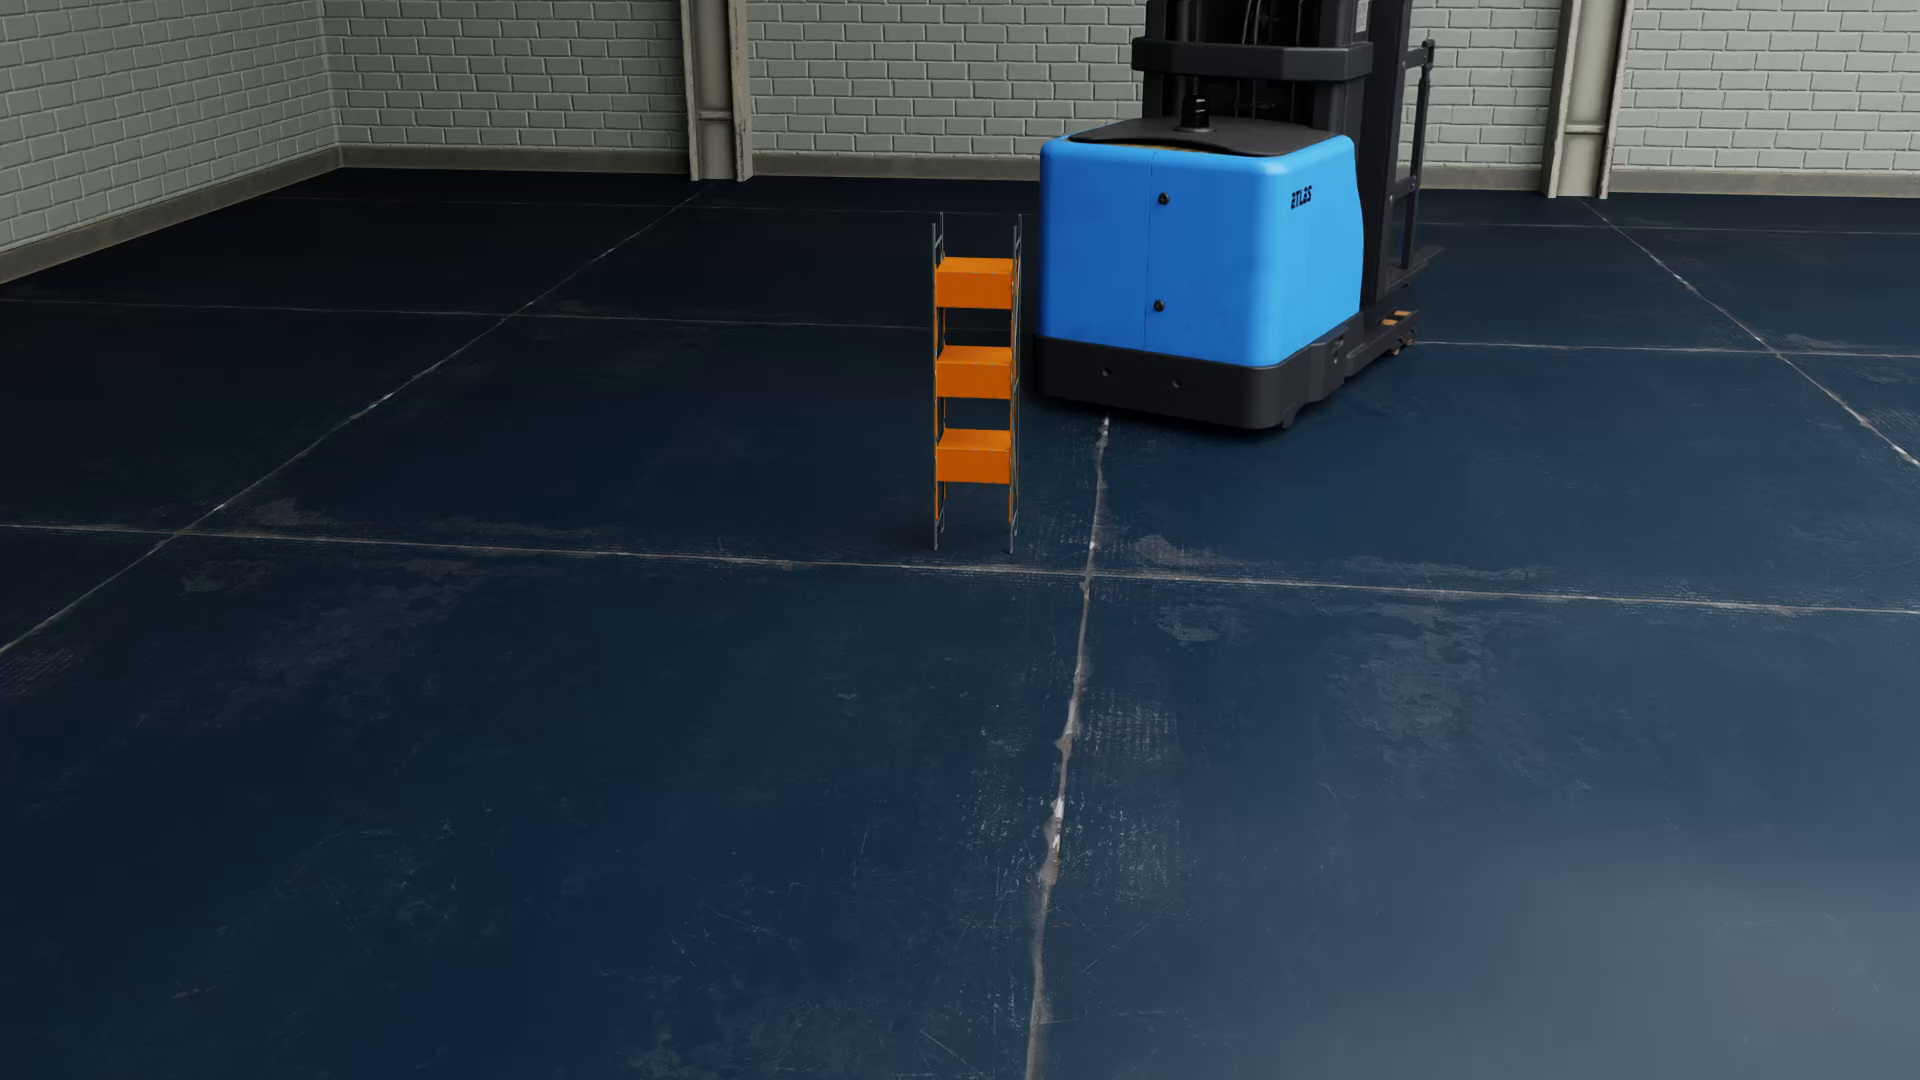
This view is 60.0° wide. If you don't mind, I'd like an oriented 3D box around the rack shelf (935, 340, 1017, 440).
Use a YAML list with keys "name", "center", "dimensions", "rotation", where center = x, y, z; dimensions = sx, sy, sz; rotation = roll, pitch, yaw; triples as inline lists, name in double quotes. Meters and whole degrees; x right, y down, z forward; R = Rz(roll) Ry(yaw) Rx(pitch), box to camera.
- name: "rack shelf"
  center: [0.053, -0.476, 5.245]
  dimensions: [0.240, 0.259, 0.215]
  rotation: [2, 22, 6]

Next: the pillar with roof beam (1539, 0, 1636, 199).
- name: "pillar with roof beam"
  center: [3.718, -4.998, 5.842]
  dimensions: [0.400, 9.000, 9.100]
  rotation: [2, 22, 6]

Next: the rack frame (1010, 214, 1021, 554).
- name: "rack frame"
  center: [0.174, -0.481, 5.228]
  dimensions: [0.008, 1.050, 0.200]
  rotation: [2, 22, 6]

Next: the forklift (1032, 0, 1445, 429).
- name: "forklift"
  center: [1.480, -2.279, 7.217]
  dimensions: [1.130, 2.935, 3.031]
  rotation: [12, 25, 28]

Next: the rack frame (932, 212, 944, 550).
- name: "rack frame"
  center: [-0.068, -0.491, 5.254]
  dimensions: [0.008, 1.050, 0.200]
  rotation: [2, 22, 6]

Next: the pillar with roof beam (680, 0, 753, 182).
- name: "pillar with roof beam"
  center: [-2.240, -5.257, 6.498]
  dimensions: [0.400, 9.000, 9.100]
  rotation: [2, 22, 6]

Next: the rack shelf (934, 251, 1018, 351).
- name: "rack shelf"
  center: [0.053, -0.740, 5.141]
  dimensions: [0.240, 0.259, 0.215]
  rotation: [2, 22, 6]

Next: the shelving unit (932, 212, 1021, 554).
- name: "shelving unit"
  center: [0.053, -0.486, 5.241]
  dimensions: [0.252, 1.050, 0.215]
  rotation: [2, 22, 6]

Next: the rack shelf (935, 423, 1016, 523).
- name: "rack shelf"
  center: [0.053, -0.218, 5.347]
  dimensions: [0.240, 0.259, 0.215]
  rotation: [2, 22, 6]
